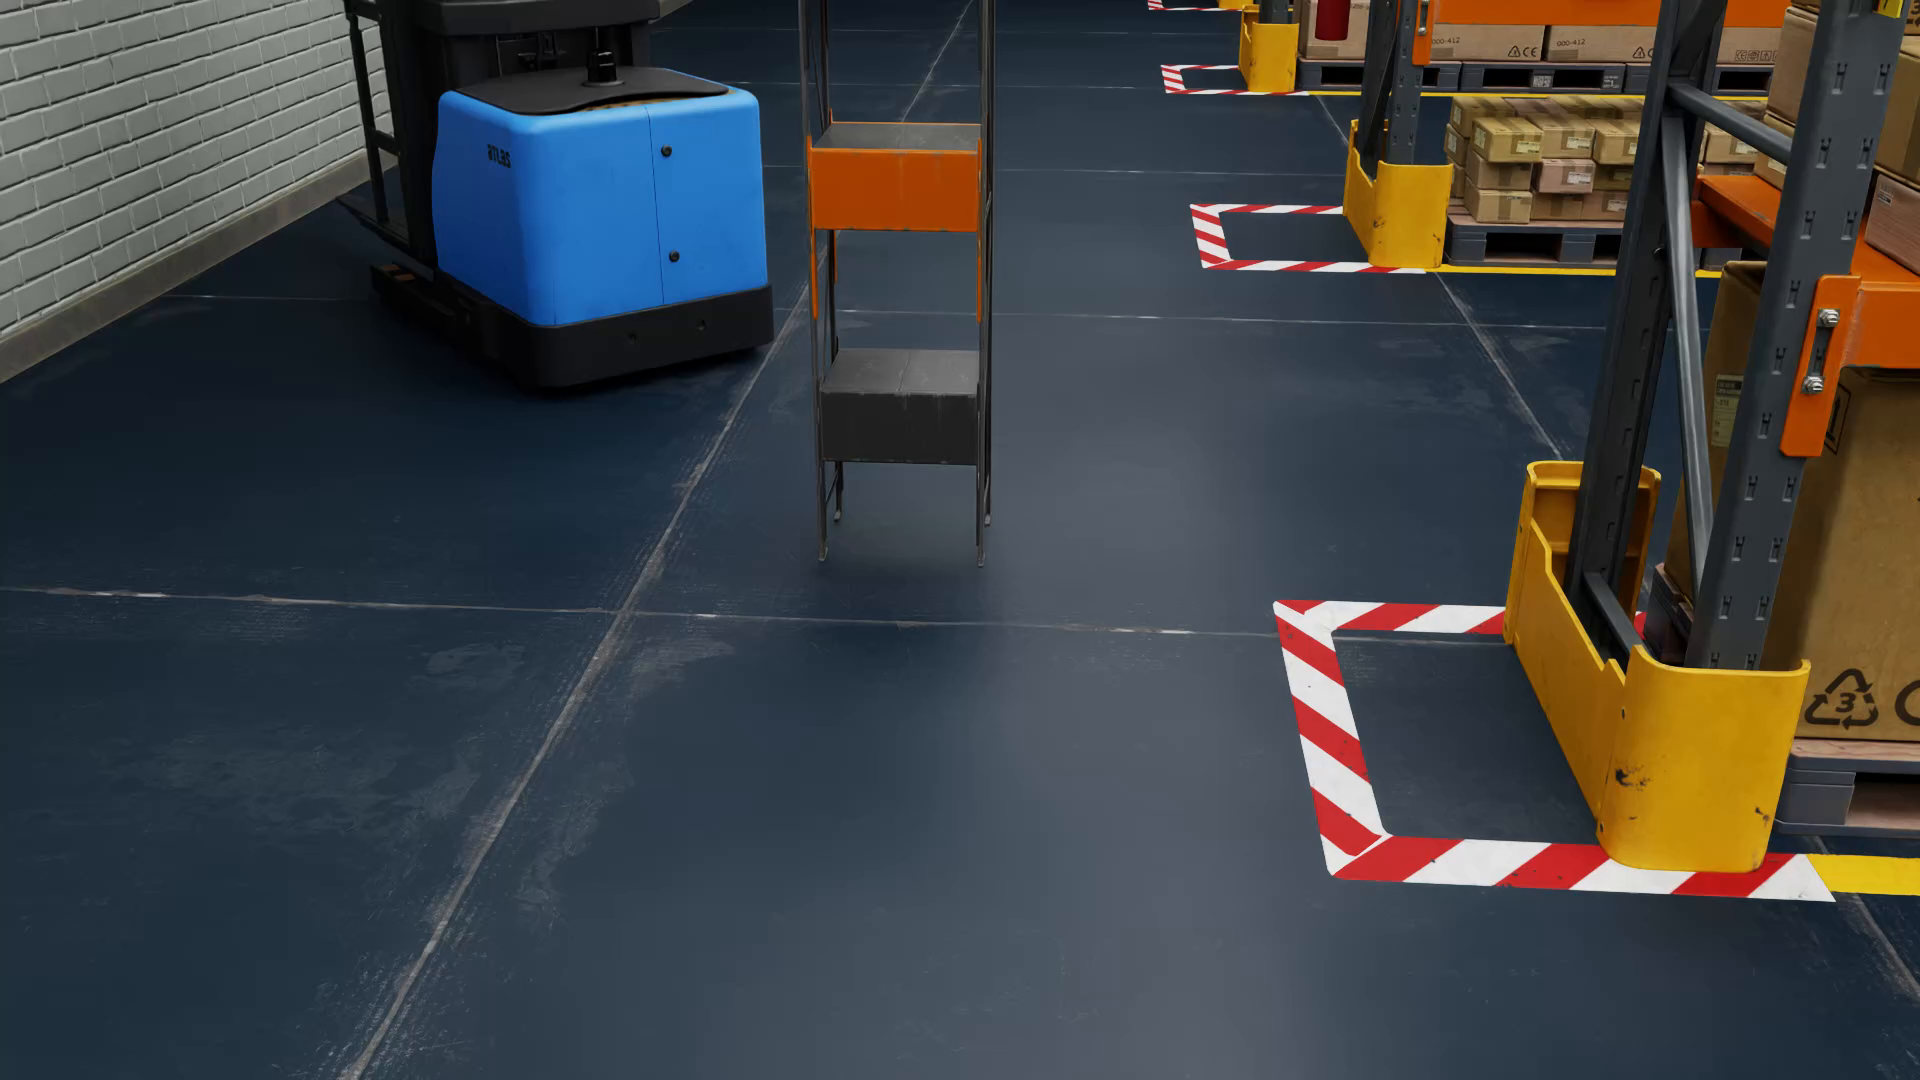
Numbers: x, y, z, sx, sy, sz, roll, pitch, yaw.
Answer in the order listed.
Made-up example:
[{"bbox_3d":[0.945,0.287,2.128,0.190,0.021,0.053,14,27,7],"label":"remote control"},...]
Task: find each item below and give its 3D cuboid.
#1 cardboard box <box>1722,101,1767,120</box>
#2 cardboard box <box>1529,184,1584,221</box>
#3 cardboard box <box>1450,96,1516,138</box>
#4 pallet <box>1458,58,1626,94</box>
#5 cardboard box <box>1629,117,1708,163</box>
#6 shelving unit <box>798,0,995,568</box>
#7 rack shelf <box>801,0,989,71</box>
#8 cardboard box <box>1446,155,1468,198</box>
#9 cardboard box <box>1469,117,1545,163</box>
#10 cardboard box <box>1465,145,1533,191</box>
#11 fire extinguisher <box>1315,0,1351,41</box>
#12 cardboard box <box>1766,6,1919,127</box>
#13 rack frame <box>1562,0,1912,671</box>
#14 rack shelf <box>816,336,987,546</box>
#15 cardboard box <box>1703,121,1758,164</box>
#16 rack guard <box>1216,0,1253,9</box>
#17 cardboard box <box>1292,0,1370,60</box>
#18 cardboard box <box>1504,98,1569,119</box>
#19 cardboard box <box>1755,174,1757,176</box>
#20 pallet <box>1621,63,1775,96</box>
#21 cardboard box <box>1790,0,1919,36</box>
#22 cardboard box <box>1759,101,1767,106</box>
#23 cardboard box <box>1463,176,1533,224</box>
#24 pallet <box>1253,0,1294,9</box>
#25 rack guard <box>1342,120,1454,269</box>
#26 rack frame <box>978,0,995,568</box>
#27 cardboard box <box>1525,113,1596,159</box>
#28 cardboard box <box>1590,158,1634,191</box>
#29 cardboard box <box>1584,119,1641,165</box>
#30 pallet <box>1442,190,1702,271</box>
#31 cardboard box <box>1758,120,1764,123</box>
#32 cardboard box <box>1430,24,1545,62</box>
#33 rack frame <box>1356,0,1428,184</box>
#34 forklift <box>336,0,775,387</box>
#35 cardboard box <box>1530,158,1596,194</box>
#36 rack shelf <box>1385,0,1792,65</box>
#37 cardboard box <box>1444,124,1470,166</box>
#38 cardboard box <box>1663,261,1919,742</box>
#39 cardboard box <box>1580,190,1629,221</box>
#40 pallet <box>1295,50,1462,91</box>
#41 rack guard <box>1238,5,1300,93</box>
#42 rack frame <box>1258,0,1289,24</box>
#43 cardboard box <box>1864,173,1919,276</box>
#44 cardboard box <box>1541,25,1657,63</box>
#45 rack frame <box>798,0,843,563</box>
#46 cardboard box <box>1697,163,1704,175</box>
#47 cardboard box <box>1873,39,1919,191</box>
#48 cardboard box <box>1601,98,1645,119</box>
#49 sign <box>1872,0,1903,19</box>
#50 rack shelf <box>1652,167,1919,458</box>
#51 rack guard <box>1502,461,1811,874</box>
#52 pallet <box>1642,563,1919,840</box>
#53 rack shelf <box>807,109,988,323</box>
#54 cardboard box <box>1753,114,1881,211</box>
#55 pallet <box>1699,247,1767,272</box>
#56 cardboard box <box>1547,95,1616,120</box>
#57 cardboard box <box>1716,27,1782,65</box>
[{"bbox_3d":[4.002,-2.132,8.491,0.250,0.149,0.380,1,25,2],"label":"cardboard box"},{"bbox_3d":[2.926,-1.711,8.288,0.250,0.149,0.380,2,25,4],"label":"cardboard box"},{"bbox_3d":[2.708,-2.194,8.626,0.250,0.149,0.380,2,25,5],"label":"cardboard box"},{"bbox_3d":[4.455,-3.706,13.051,1.213,0.211,1.003,2,25,4],"label":"pallet"},{"bbox_3d":[3.436,-1.953,8.103,0.250,0.149,0.380,1,25,1],"label":"cardboard box"},{"bbox_3d":[-0.165,-0.959,4.823,0.503,2.100,0.431,2,25,4],"label":"shelving unit"},{"bbox_3d":[-0.165,-1.583,4.536,0.480,0.518,0.431,2,25,4],"label":"rack shelf"},{"bbox_3d":[2.702,-1.905,8.710,0.250,0.149,0.380,2,25,5],"label":"cardboard box"},{"bbox_3d":[2.657,-1.947,8.089,0.250,0.149,0.380,1,25,2],"label":"cardboard box"},{"bbox_3d":[2.663,-1.847,8.227,0.250,0.149,0.380,3,25,6],"label":"cardboard box"},{"bbox_3d":[1.945,-2.935,8.579,0.183,0.674,0.296,2,25,4],"label":"fire extinguisher"},{"bbox_3d":[2.184,-1.038,3.740,0.500,0.250,0.500,1,25,3],"label":"cardboard box"},{"bbox_3d":[1.680,-0.875,3.564,0.127,3.000,1.000,2,25,4],"label":"rack frame"},{"bbox_3d":[-0.165,-0.311,5.121,0.480,0.518,0.431,2,25,4],"label":"rack shelf"},{"bbox_3d":[3.712,-1.941,8.076,0.250,0.149,0.380,3,25,6],"label":"cardboard box"},{"bbox_3d":[2.891,-5.937,17.554,0.348,0.500,1.175,2,25,4],"label":"rack guard"},{"bbox_3d":[3.105,-4.053,13.033,0.875,0.438,0.875,1,25,2],"label":"cardboard box"},{"bbox_3d":[2.954,-2.162,8.557,0.250,0.149,0.380,2,25,5],"label":"cardboard box"},{"bbox_3d":[3.976,-1.830,8.190,0.250,0.149,0.380,3,25,7],"label":"cardboard box"},{"bbox_3d":[5.675,-3.668,12.969,1.213,0.211,1.003,2,25,4],"label":"pallet"},{"bbox_3d":[2.186,-1.377,3.581,0.500,0.500,0.500,2,25,5],"label":"cardboard box"},{"bbox_3d":[4.265,-2.135,8.499,0.250,0.149,0.380,2,25,4],"label":"cardboard box"},{"bbox_3d":[2.659,-1.685,8.232,0.250,0.149,0.380,2,25,5],"label":"cardboard box"},{"bbox_3d":[3.686,-5.780,17.560,1.213,0.211,1.003,2,25,4],"label":"pallet"},{"bbox_3d":[2.236,-1.801,8.567,0.348,0.500,1.175,2,25,4],"label":"rack guard"},{"bbox_3d":[0.078,-0.951,4.806,0.015,2.100,0.400,2,25,4],"label":"rack frame"},{"bbox_3d":[2.941,-1.988,8.179,0.250,0.149,0.380,2,25,5],"label":"cardboard box"},{"bbox_3d":[3.183,-1.843,8.220,0.250,0.149,0.380,2,25,5],"label":"cardboard box"},{"bbox_3d":[3.183,-1.927,8.046,0.250,0.149,0.380,2,25,4],"label":"cardboard box"},{"bbox_3d":[3.044,-1.630,8.539,1.213,0.211,1.003,2,25,4],"label":"pallet"},{"bbox_3d":[3.971,-1.913,8.016,0.250,0.149,0.380,2,25,5],"label":"cardboard box"},{"bbox_3d":[4.018,-4.027,12.977,0.875,0.438,0.875,2,25,5],"label":"cardboard box"},{"bbox_3d":[2.161,-2.939,8.050,0.127,3.000,1.000,2,25,4],"label":"rack frame"},{"bbox_3d":[-2.045,-2.470,7.111,1.130,2.935,3.031,-17,30,-33],"label":"forklift"},{"bbox_3d":[2.932,-1.814,8.157,0.250,0.149,0.380,2,25,4],"label":"cardboard box"},{"bbox_3d":[4.155,-2.549,8.061,4.000,0.370,1.077,2,25,4],"label":"rack shelf"},{"bbox_3d":[2.709,-2.072,8.718,0.250,0.149,0.380,1,25,3],"label":"cardboard box"},{"bbox_3d":[2.325,-0.114,3.949,0.875,0.875,0.875,2,25,4],"label":"cardboard box"},{"bbox_3d":[3.174,-1.706,8.276,0.250,0.149,0.380,2,25,5],"label":"cardboard box"},{"bbox_3d":[3.242,-3.746,13.139,1.213,0.211,1.003,2,25,4],"label":"pallet"},{"bbox_3d":[2.415,-3.871,13.065,0.348,0.500,1.175,2,25,4],"label":"rack guard"},{"bbox_3d":[2.439,-5.006,12.540,0.127,3.000,1.000,2,25,4],"label":"rack frame"},{"bbox_3d":[2.009,-0.612,3.293,0.250,0.149,0.380,2,25,5],"label":"cardboard box"},{"bbox_3d":[4.917,-3.998,12.913,0.875,0.438,0.875,1,25,2],"label":"cardboard box"},{"bbox_3d":[-0.408,-0.967,4.840,0.015,2.100,0.400,2,25,4],"label":"rack frame"},{"bbox_3d":[3.431,-1.790,8.104,0.250,0.149,0.380,3,25,6],"label":"cardboard box"},{"bbox_3d":[2.138,-0.815,3.255,0.500,0.250,0.500,1,25,3],"label":"cardboard box"},{"bbox_3d":[3.475,-2.172,8.578,0.250,0.149,0.380,1,25,2],"label":"cardboard box"},{"bbox_3d":[1.632,-1.074,2.864,0.005,0.325,0.100,2,25,4],"label":"sign"},{"bbox_3d":[3.674,-0.485,3.575,4.000,0.370,1.077,2,25,4],"label":"rack shelf"},{"bbox_3d":[1.656,0.259,4.088,0.348,0.500,1.175,2,25,4],"label":"rack guard"},{"bbox_3d":[2.483,0.384,4.162,1.213,0.211,1.003,2,25,4],"label":"pallet"},{"bbox_3d":[-0.165,-0.947,4.828,0.480,0.518,0.431,2,25,4],"label":"rack shelf"},{"bbox_3d":[2.061,-0.887,3.890,0.250,0.149,0.380,2,25,5],"label":"cardboard box"},{"bbox_3d":[4.257,-1.589,8.452,1.213,0.211,1.003,2,25,4],"label":"pallet"},{"bbox_3d":[3.222,-2.207,8.654,0.250,0.149,0.380,1,25,3],"label":"cardboard box"},{"bbox_3d":[5.809,-3.969,12.851,0.875,0.438,0.875,1,25,3],"label":"cardboard box"}]
